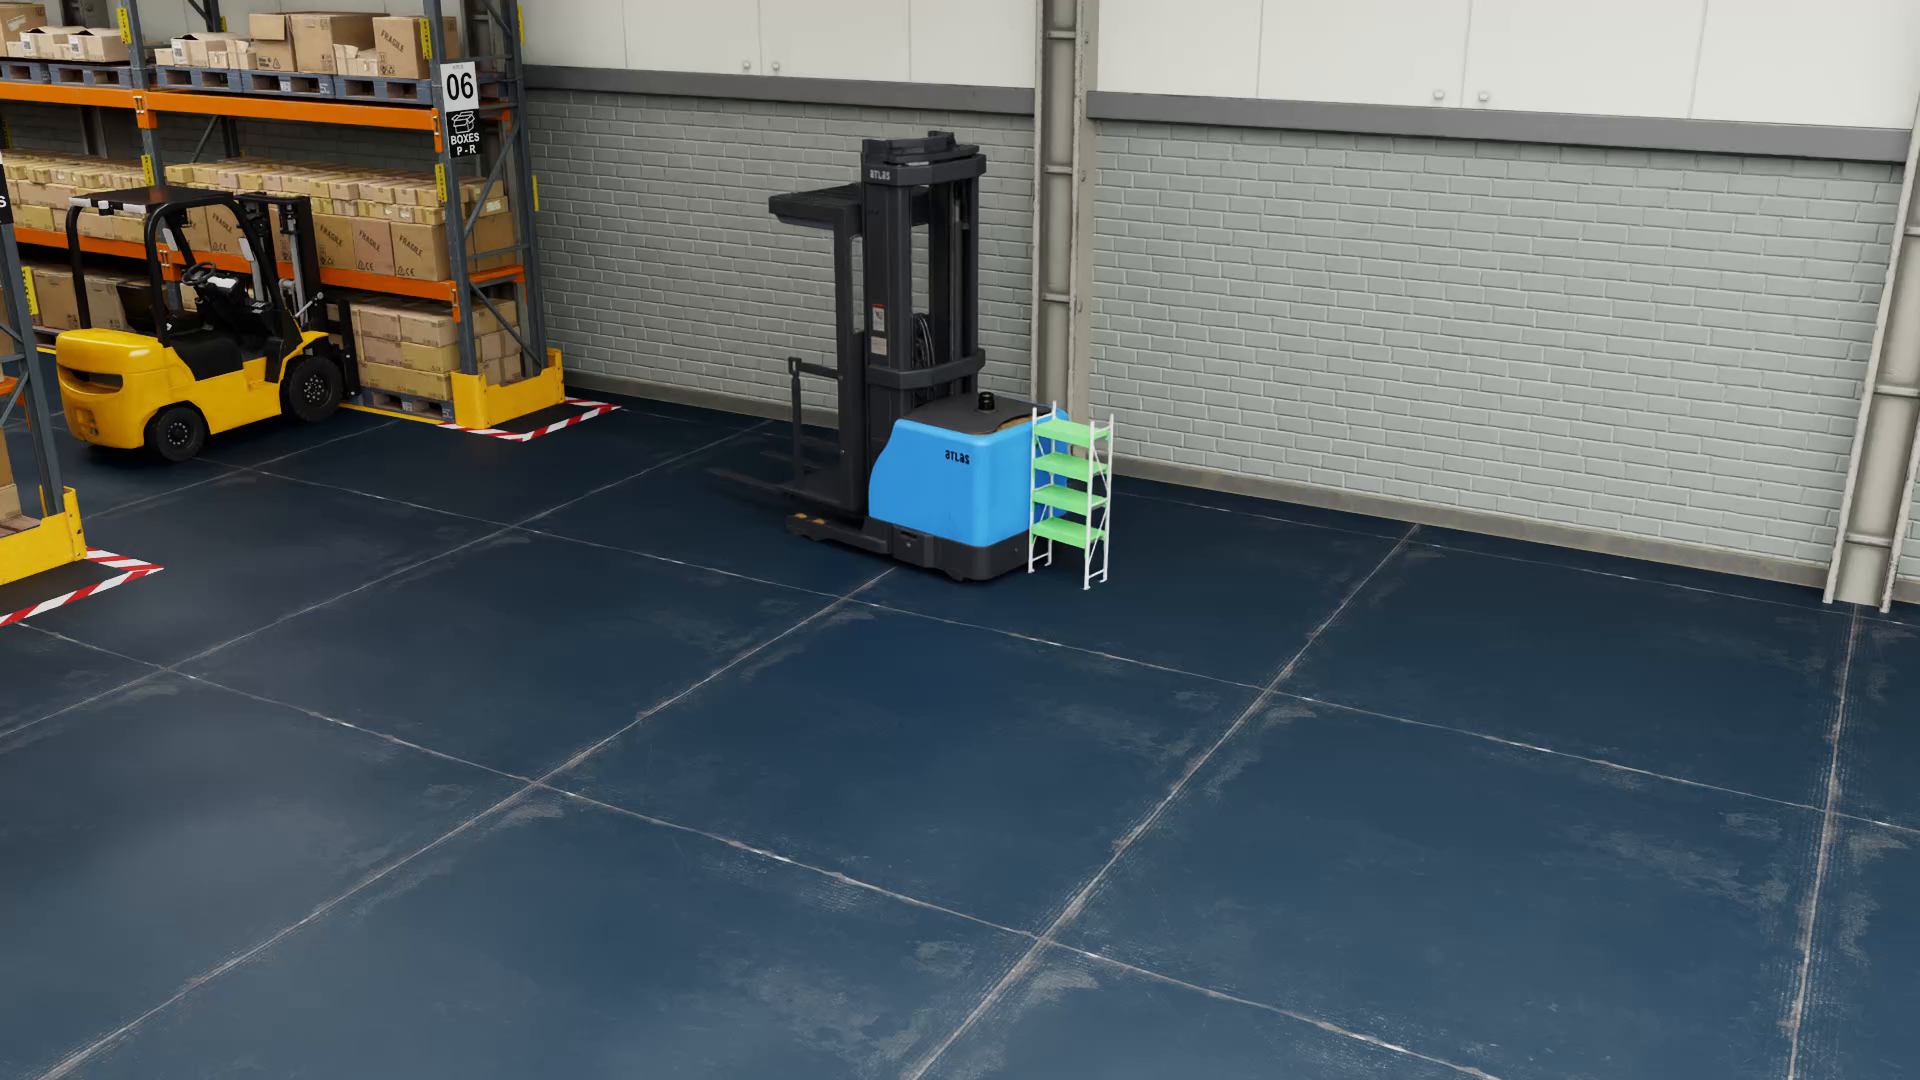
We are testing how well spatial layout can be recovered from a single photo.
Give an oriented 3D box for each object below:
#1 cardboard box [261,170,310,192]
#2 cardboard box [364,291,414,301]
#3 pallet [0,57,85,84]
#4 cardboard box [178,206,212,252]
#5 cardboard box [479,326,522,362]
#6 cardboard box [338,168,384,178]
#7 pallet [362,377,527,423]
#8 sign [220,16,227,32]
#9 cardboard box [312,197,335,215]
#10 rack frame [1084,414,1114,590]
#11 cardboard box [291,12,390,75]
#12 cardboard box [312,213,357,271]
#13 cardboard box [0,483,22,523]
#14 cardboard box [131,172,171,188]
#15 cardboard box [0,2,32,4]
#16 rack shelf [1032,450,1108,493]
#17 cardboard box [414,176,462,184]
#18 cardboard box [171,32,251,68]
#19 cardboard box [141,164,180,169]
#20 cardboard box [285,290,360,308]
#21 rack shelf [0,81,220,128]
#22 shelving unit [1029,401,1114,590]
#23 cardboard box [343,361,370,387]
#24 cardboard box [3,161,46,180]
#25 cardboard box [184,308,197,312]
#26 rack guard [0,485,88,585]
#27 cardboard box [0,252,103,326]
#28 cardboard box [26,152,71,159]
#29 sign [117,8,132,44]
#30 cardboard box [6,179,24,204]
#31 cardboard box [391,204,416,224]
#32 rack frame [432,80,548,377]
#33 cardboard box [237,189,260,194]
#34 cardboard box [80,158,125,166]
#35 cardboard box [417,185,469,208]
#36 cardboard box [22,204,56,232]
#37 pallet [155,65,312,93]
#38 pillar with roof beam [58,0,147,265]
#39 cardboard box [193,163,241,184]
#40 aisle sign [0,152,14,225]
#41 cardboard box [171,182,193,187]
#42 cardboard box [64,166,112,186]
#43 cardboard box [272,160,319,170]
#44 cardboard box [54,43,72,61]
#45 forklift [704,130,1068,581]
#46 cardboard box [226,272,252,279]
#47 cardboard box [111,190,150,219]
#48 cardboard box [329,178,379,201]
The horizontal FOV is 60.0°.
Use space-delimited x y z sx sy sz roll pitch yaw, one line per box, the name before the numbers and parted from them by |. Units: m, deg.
cardboard box | -6.440 -3.441 15.918 0.250 0.149 0.380 11 23 27
cardboard box | -5.441 -2.296 16.245 0.500 0.250 0.500 11 22 27
pallet | -9.615 -4.996 17.618 1.213 0.211 1.003 12 23 30
cardboard box | -7.477 -3.177 16.577 0.500 0.500 0.500 10 22 26
cardboard box | -4.554 -1.896 15.876 0.500 0.250 0.500 11 23 28
cardboard box | -5.770 -3.493 16.062 0.250 0.149 0.380 11 23 28
pallet | -4.933 -1.420 15.970 1.213 0.211 1.003 11 23 27
sign | -7.467 -5.137 16.855 0.005 0.325 0.100 11 23 27
cardboard box | -5.816 -3.148 15.548 0.250 0.149 0.380 11 23 28
rack frame | 0.944 -0.251 11.298 0.015 1.200 0.240 17 26 37
cardboard box | -5.595 -4.519 15.115 0.500 0.500 0.700 11 23 28
cardboard box | -5.698 -2.841 15.651 0.500 0.500 0.500 10 22 26
cardboard box | -7.231 -0.259 12.097 0.500 0.250 0.500 11 22 27
cardboard box | -8.143 -3.624 16.859 0.250 0.149 0.380 12 23 29
cardboard box | -10.226 -5.401 17.547 0.500 0.500 0.700 10 22 26
rack shelf | 0.760 -0.473 11.384 0.480 0.148 0.258 17 26 37
cardboard box | -4.883 -3.321 15.586 0.250 0.149 0.380 11 23 28
cardboard box | -7.129 -4.683 15.846 0.500 0.311 0.500 11 23 28
cardboard box | -8.365 -3.858 17.503 0.250 0.149 0.380 11 23 27
cardboard box | -6.131 -2.225 16.051 0.500 0.250 0.500 10 22 26
rack shelf | -9.483 -4.686 17.540 4.000 0.370 1.077 11 23 27
shelving unit | 0.758 -0.308 11.446 0.503 1.200 0.258 17 26 37
cardboard box | -5.671 -1.676 16.004 0.500 0.250 0.500 11 23 28
cardboard box | -9.962 -3.946 17.747 0.250 0.149 0.380 11 23 28
cardboard box | -7.465 -2.249 16.849 0.500 0.250 0.500 11 23 27
rack guard | -6.728 0.025 11.564 0.348 0.500 1.175 11 23 27
cardboard box | -10.117 -2.813 18.589 0.625 0.625 0.875 12 23 29
cardboard box | -10.119 -4.213 18.483 0.250 0.149 0.380 10 22 26
sign | -7.993 -4.919 15.909 0.005 0.325 0.100 11 23 27
cardboard box | -10.076 -3.788 17.897 0.500 0.250 0.500 10 22 26
cardboard box | -4.922 -2.976 15.072 0.250 0.149 0.380 11 23 28
rack frame | -4.245 -2.616 15.178 0.127 3.000 1.000 11 23 27
cardboard box | -6.711 -3.317 16.013 0.250 0.149 0.380 11 22 27
cardboard box | -9.247 -4.023 17.959 0.250 0.149 0.380 11 23 28
cardboard box | -4.660 -3.105 14.991 0.250 0.149 0.380 11 23 27
cardboard box | -9.619 -3.474 17.763 0.500 0.250 0.500 12 23 29
pallet | -6.979 -4.516 16.146 1.213 0.211 1.003 11 23 27
pillar with roof beam | -11.751 -5.537 14.432 0.400 9.000 9.100 11 23 27
cardboard box | -7.322 -3.620 16.413 0.250 0.149 0.380 11 23 28
aisle sign | -6.457 -2.442 10.885 0.004 0.787 0.394 11 23 27
cardboard box | -7.587 -3.502 16.522 0.250 0.149 0.380 10 22 26
cardboard box | -9.058 -3.784 17.301 0.250 0.149 0.380 10 22 26
cardboard box | -6.625 -3.693 16.612 0.250 0.149 0.380 10 22 26
cardboard box | -8.845 -4.910 16.710 0.250 0.149 0.380 11 23 27
forklift | -0.671 -1.488 12.170 3.031 2.935 1.130 16 25 37
cardboard box | -7.213 -2.632 17.172 0.500 0.250 0.500 11 23 28
cardboard box | -8.290 -3.451 16.968 0.500 0.250 0.500 10 22 26
cardboard box | -5.595 -3.246 15.380 0.250 0.149 0.380 11 23 29
